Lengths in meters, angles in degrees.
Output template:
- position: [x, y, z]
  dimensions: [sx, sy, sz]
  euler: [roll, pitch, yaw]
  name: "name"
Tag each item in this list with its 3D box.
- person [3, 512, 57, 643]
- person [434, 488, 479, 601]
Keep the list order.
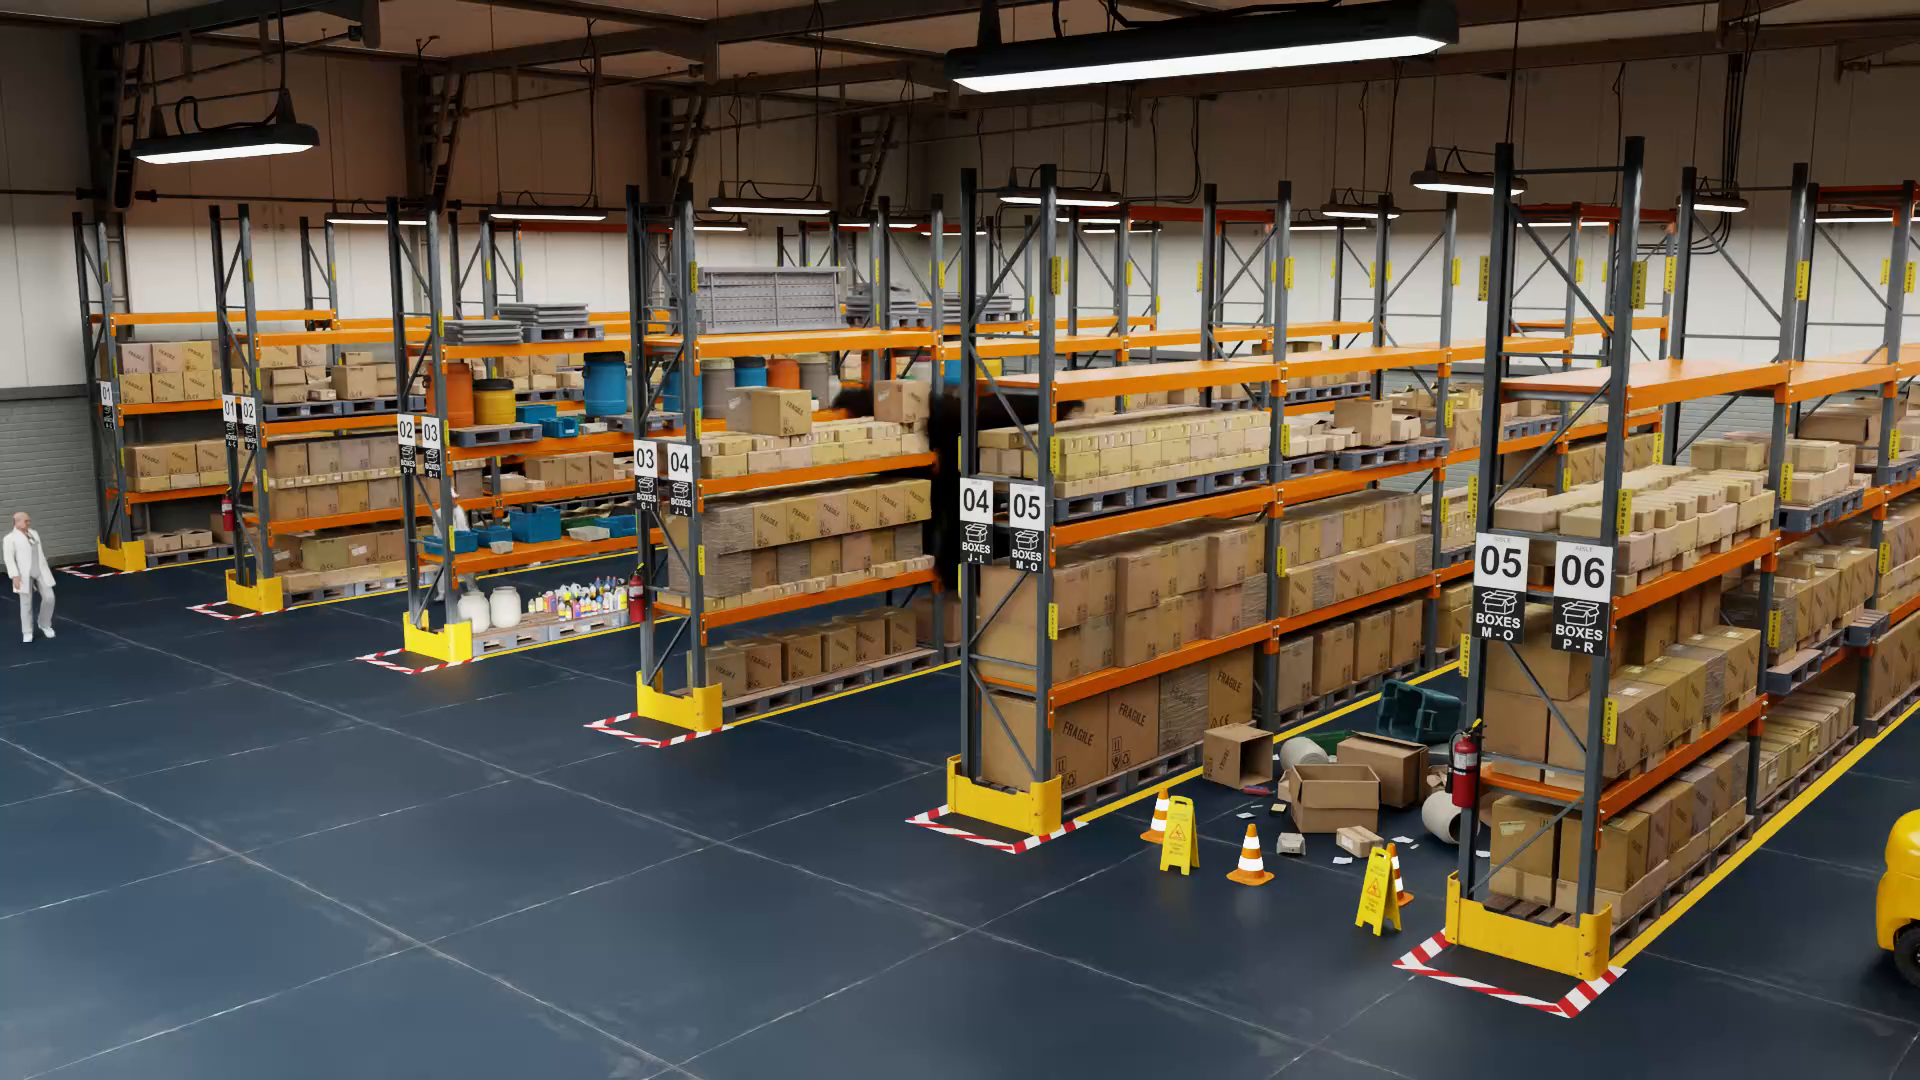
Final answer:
- position: [-12.819, 0.501, 22.921]
  dimensions: [0.584, 1.786, 0.643]
  euler: [9, 13, 42]
  name: "person"
- position: [-7.739, 0.077, 25.540]
  dimensions: [0.680, 1.798, 0.547]
  euler: [-6, 11, -31]
  name: "person"
